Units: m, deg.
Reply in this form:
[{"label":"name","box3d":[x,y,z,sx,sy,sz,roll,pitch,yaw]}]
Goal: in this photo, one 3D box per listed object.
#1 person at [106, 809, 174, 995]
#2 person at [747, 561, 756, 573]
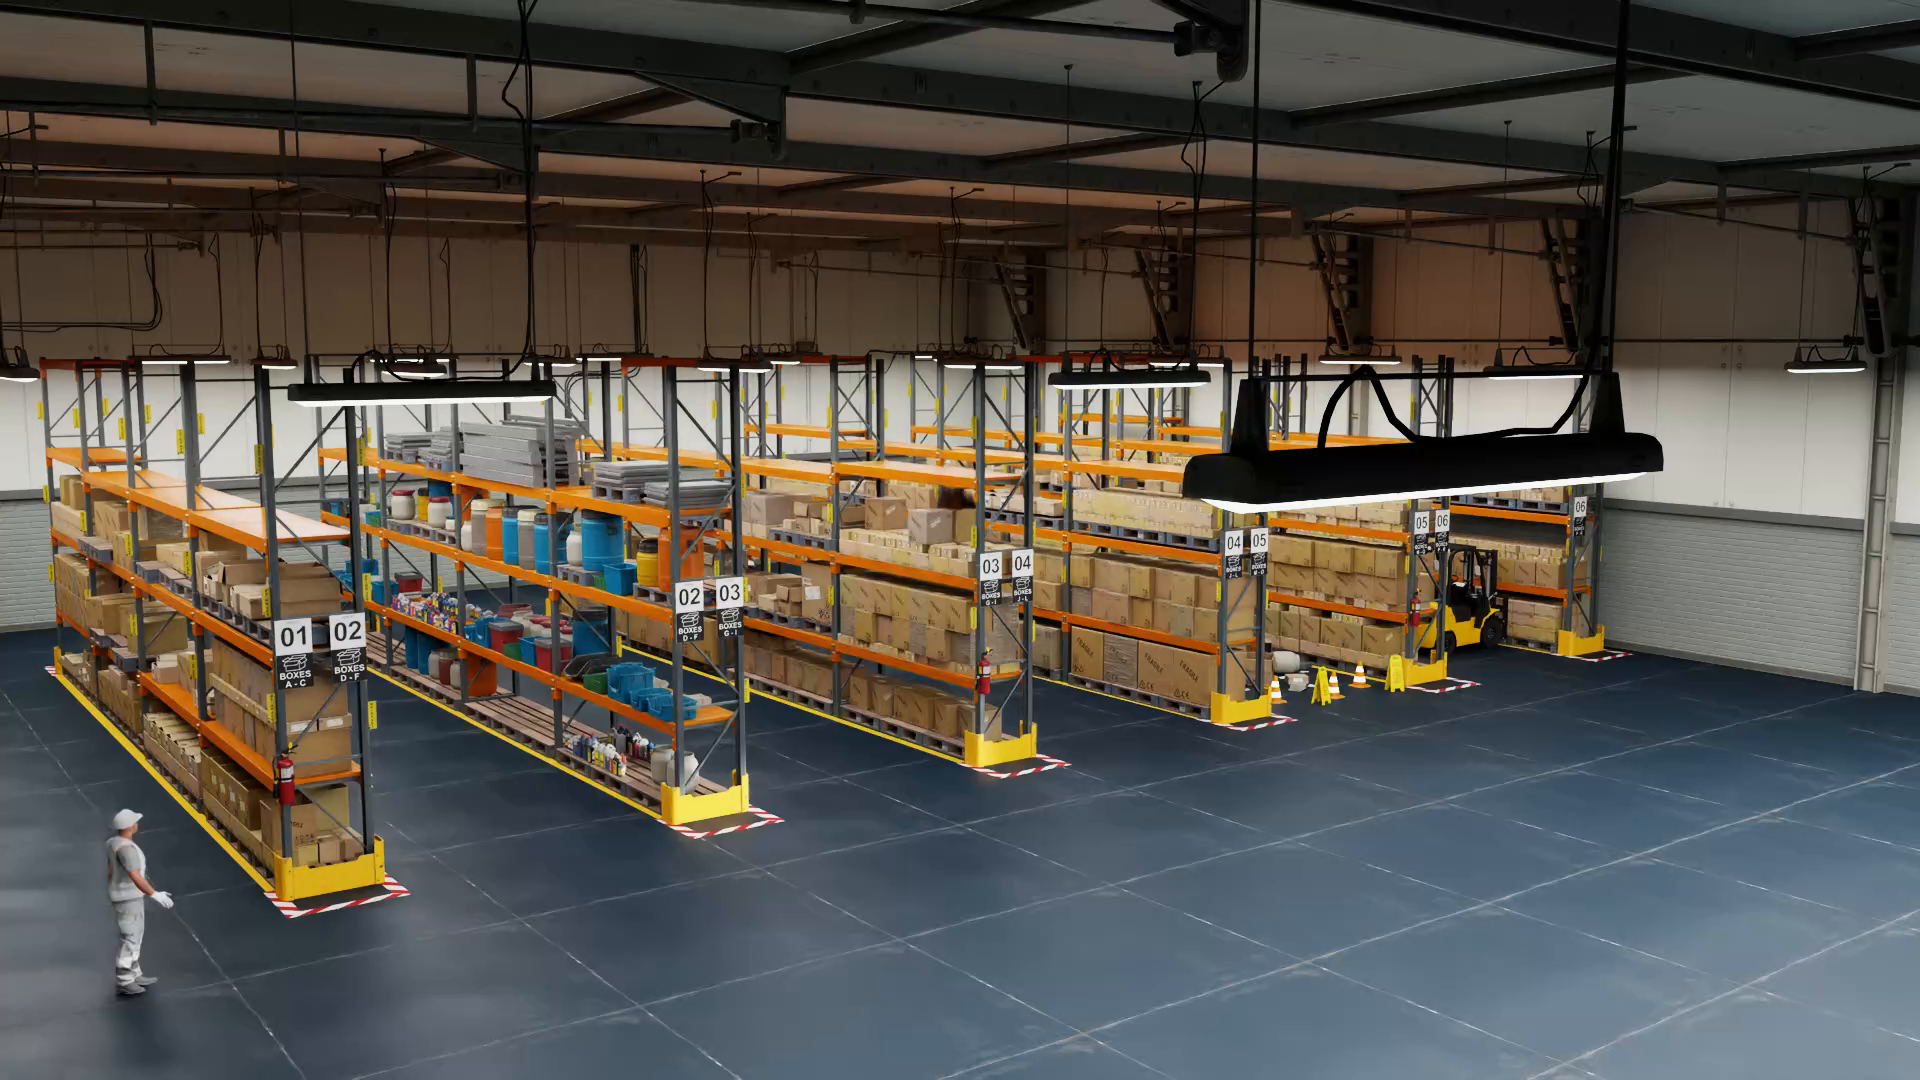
[{"label":"person","box3d":[-7.995,3.511,16.221,0.618,1.820,0.664,-3,7,-22]},{"label":"person","box3d":[-4.296,1.291,34.644,0.597,1.718,0.958,-6,9,-40]}]
